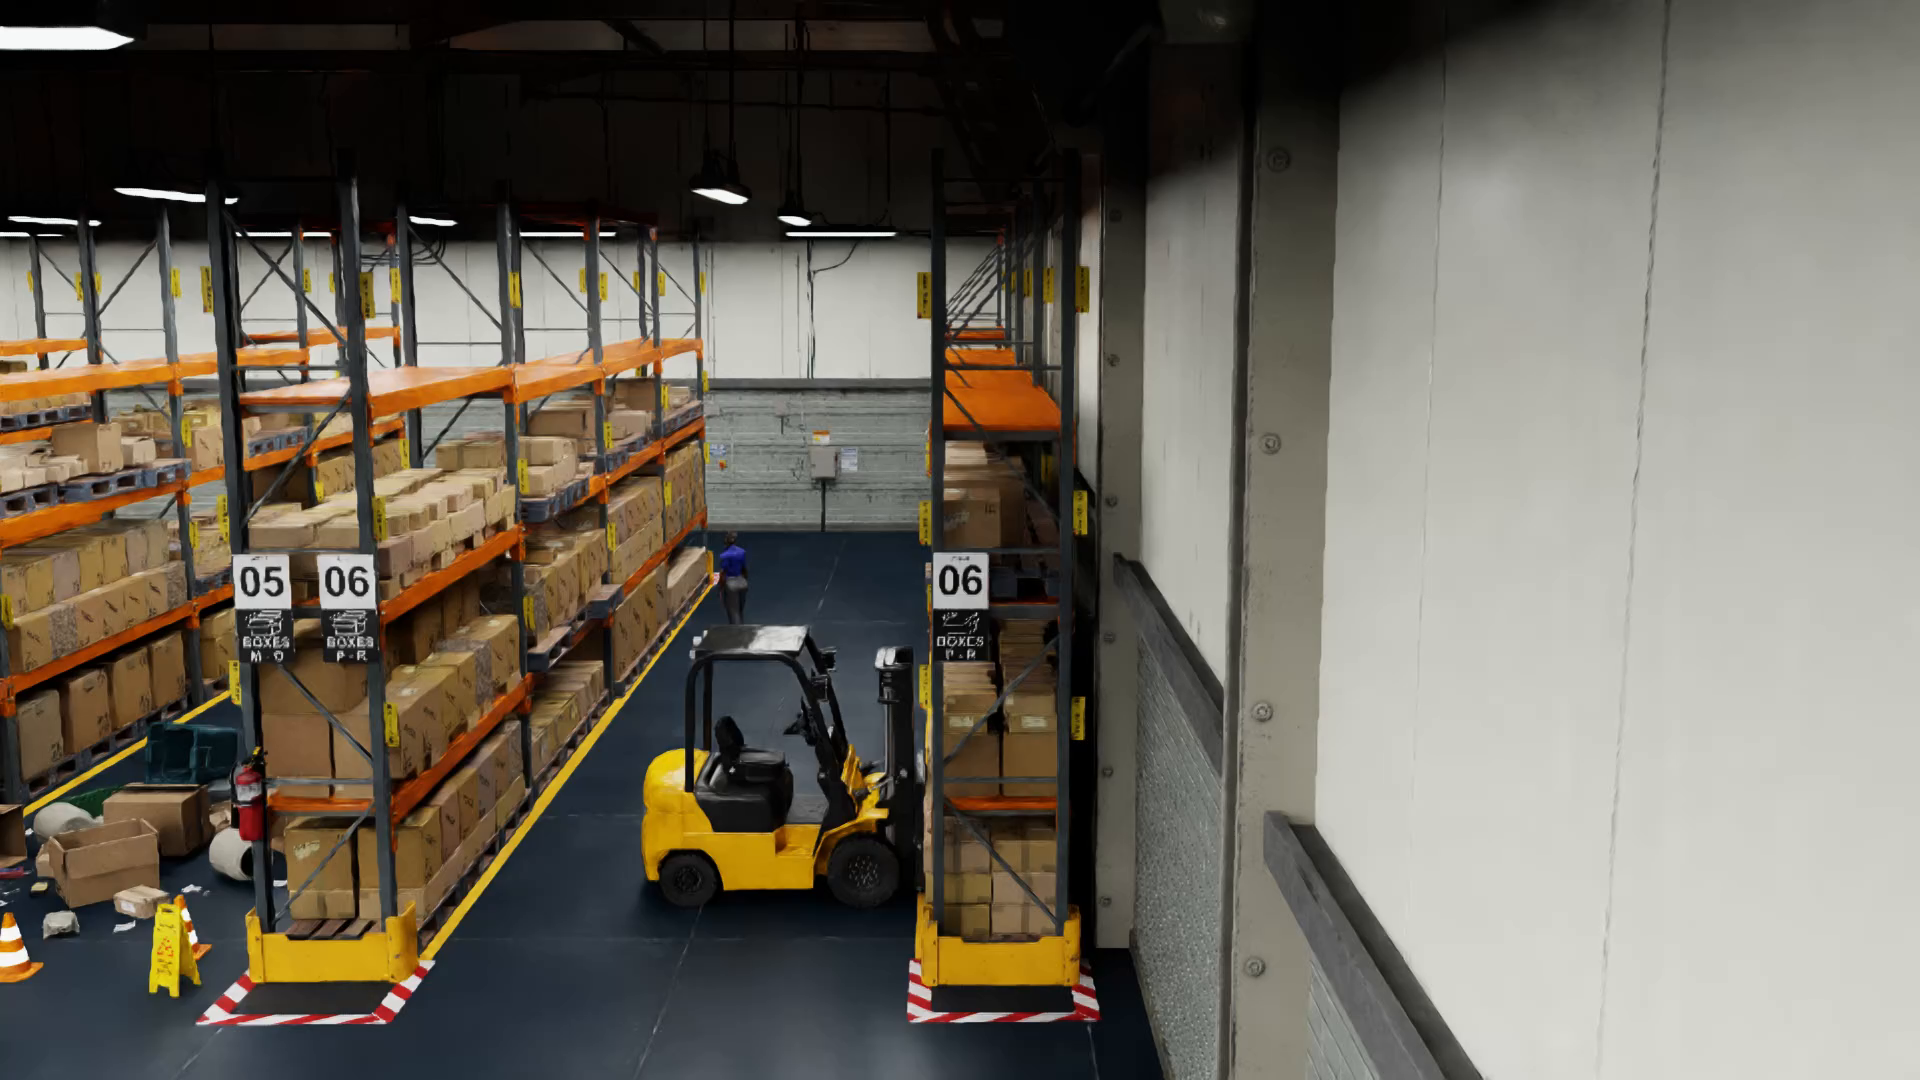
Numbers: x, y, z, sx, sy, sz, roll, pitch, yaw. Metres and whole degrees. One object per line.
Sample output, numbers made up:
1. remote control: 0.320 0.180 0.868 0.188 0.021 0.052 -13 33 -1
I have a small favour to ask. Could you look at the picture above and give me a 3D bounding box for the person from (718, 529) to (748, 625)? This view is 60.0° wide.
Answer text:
1. person: -3.153 0.678 22.990 0.551 1.642 0.574 6 11 31
